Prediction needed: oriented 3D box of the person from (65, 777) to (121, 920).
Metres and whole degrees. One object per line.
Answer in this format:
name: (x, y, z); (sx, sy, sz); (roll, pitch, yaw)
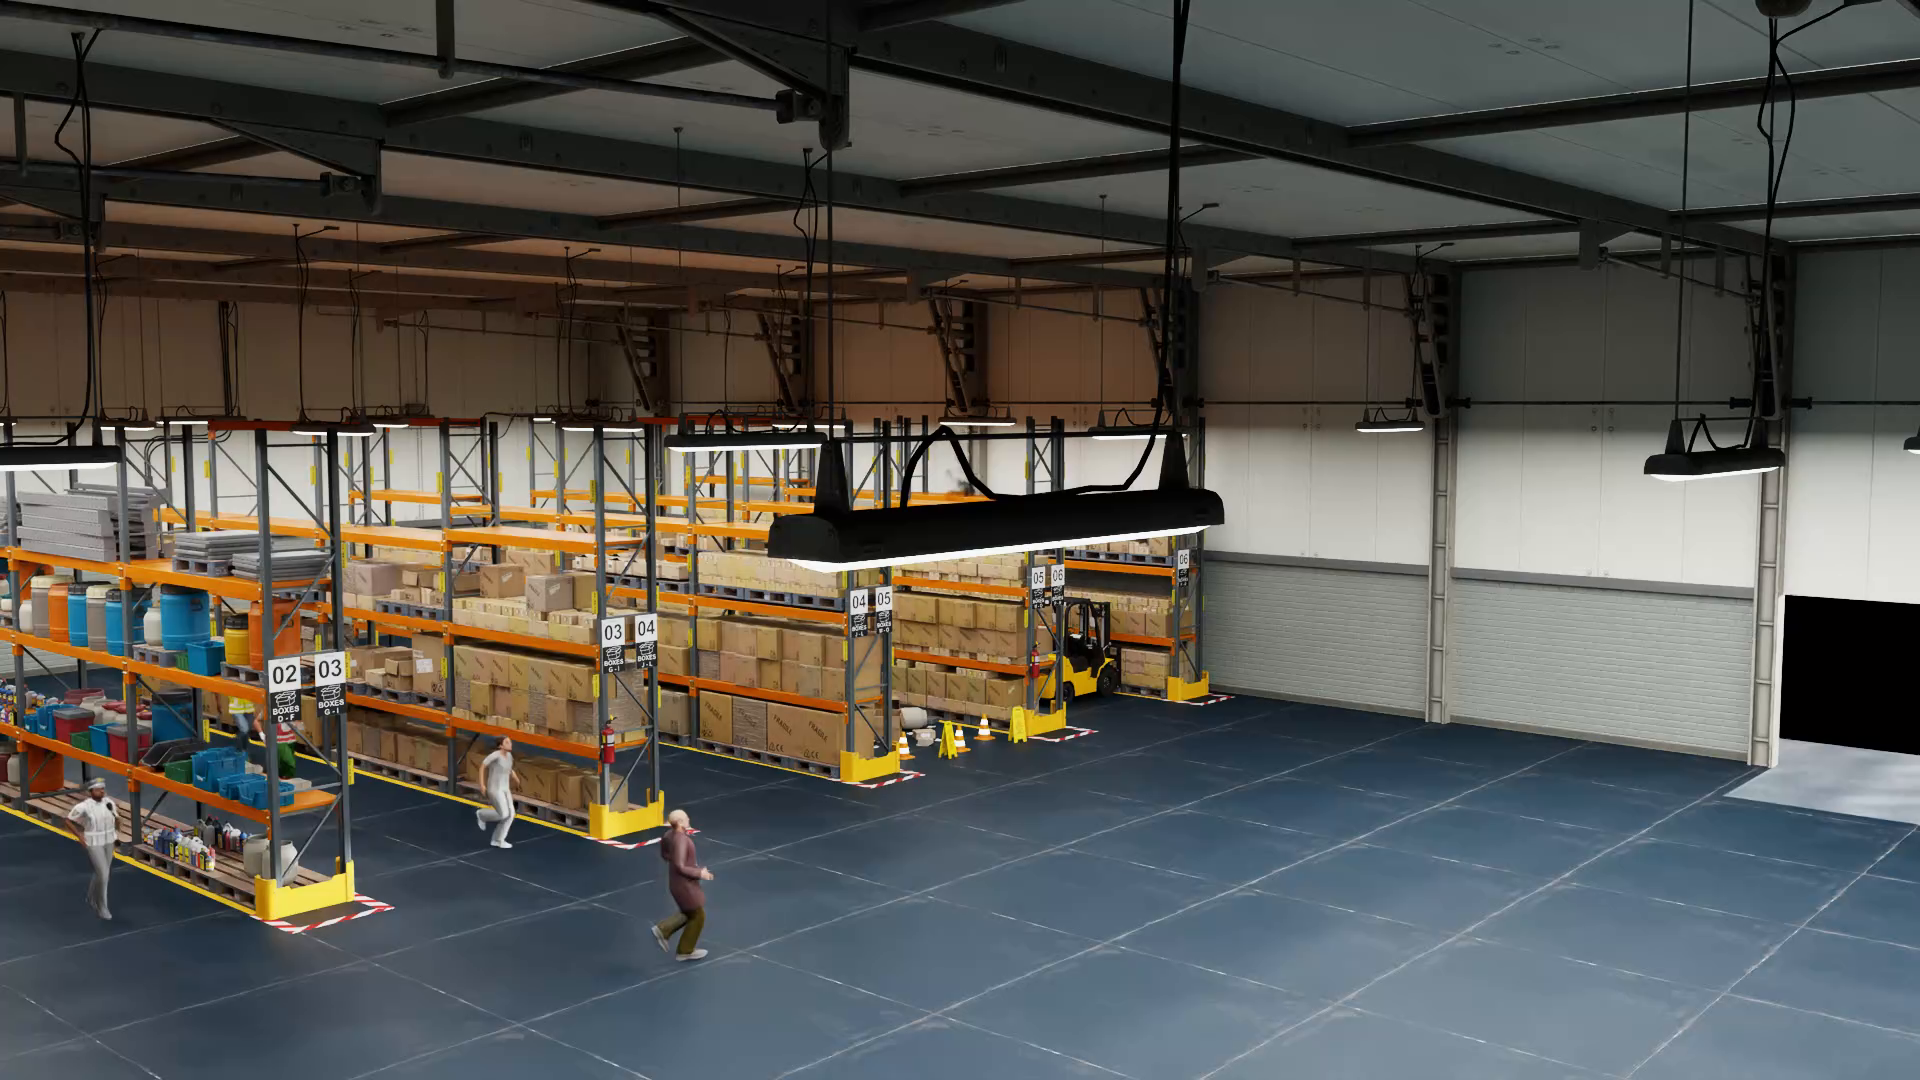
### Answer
person: (-10.609, 3.787, 20.493); (0.711, 1.758, 0.554); (2, 5, 27)

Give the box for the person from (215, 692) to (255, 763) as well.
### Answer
person: (-12.537, 3.050, 29.025); (0.838, 1.788, 0.729); (5, 7, 44)

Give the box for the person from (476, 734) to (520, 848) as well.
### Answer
person: (-6.594, 3.572, 23.705); (0.668, 1.618, 0.595); (2, 5, 23)

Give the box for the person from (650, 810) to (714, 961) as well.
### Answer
person: (-3.158, 3.900, 18.817); (0.667, 1.725, 0.707); (-2, 5, -23)

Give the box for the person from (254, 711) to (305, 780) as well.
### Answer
person: (-10.750, 3.254, 26.416); (0.816, 1.810, 0.669); (2, 5, 24)
